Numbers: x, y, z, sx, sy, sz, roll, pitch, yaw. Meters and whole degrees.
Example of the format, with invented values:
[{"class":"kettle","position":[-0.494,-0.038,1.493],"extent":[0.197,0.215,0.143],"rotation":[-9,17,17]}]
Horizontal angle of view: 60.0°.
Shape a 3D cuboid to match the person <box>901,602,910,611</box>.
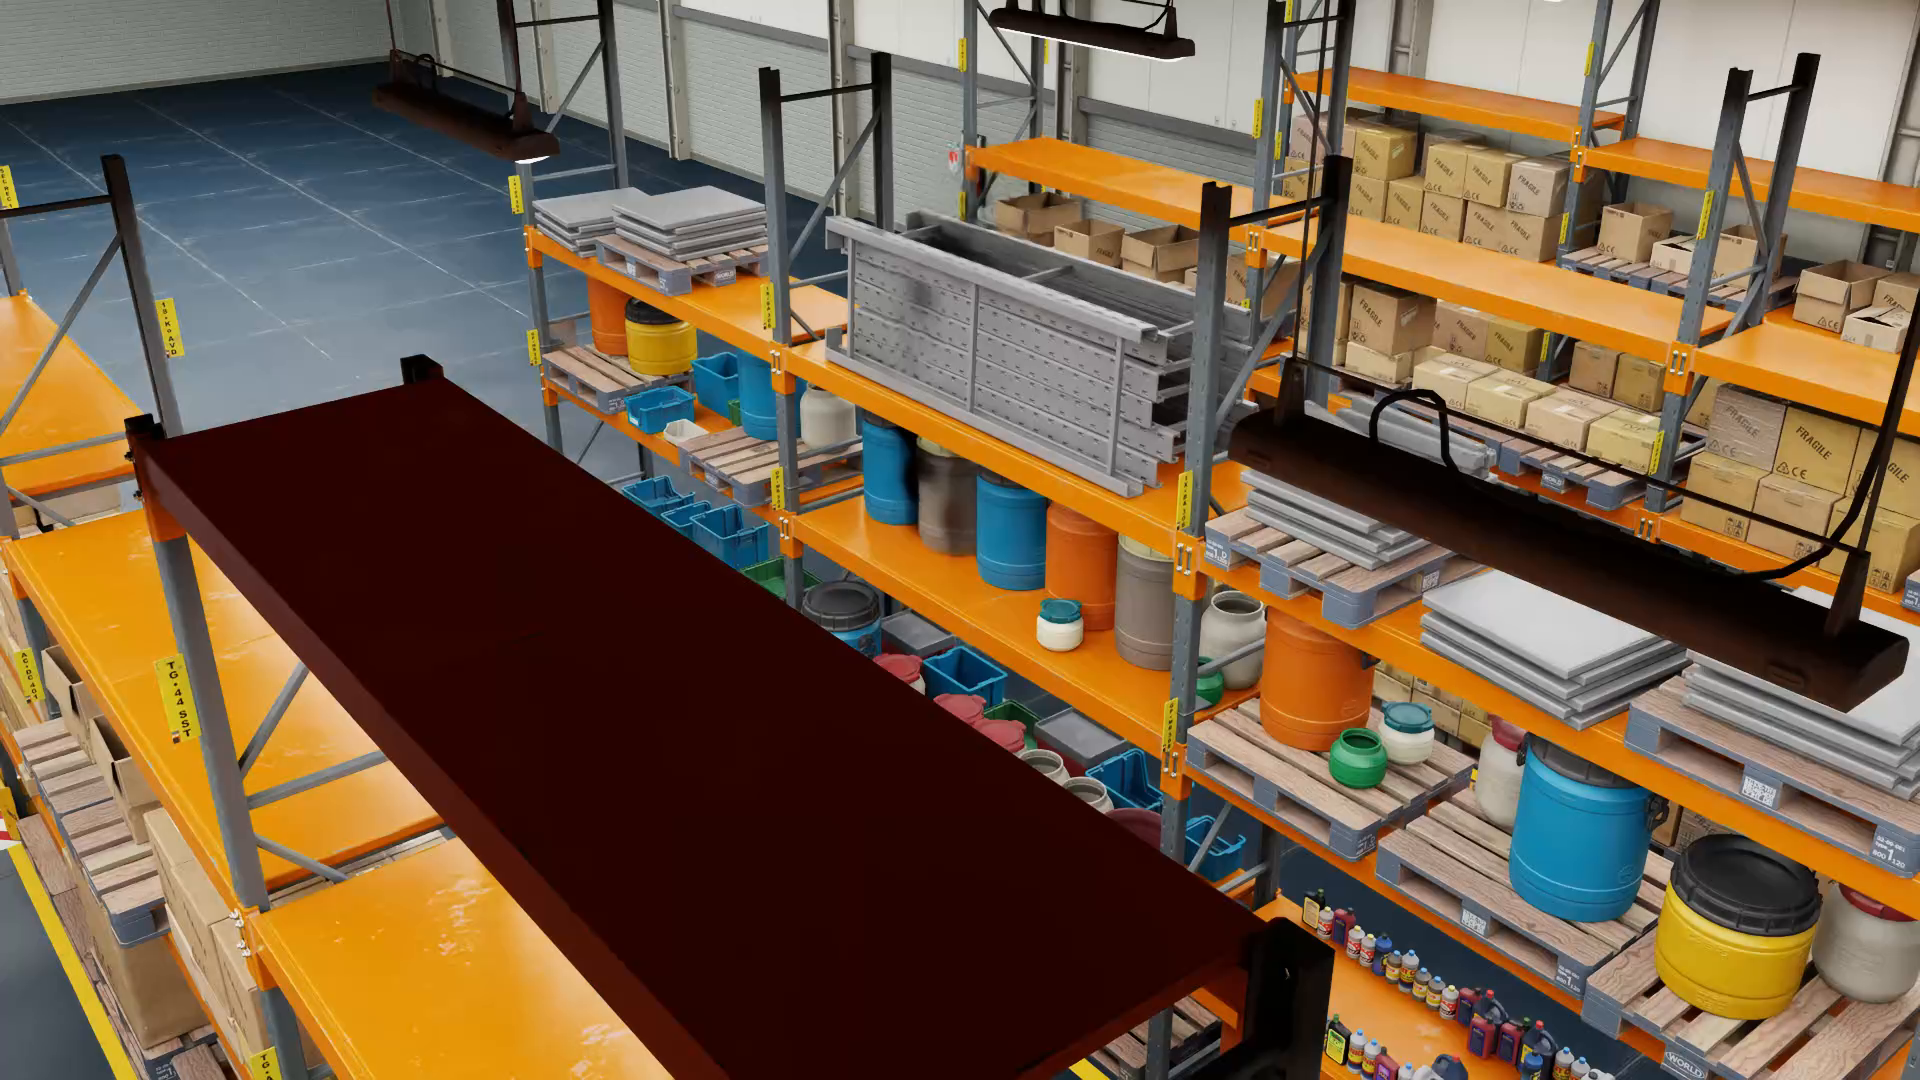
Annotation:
[{"class":"person","position":[-0.301,0.794,14.738],"extent":[0.593,1.686,0.868],"rotation":[-20,32,-35]}]
